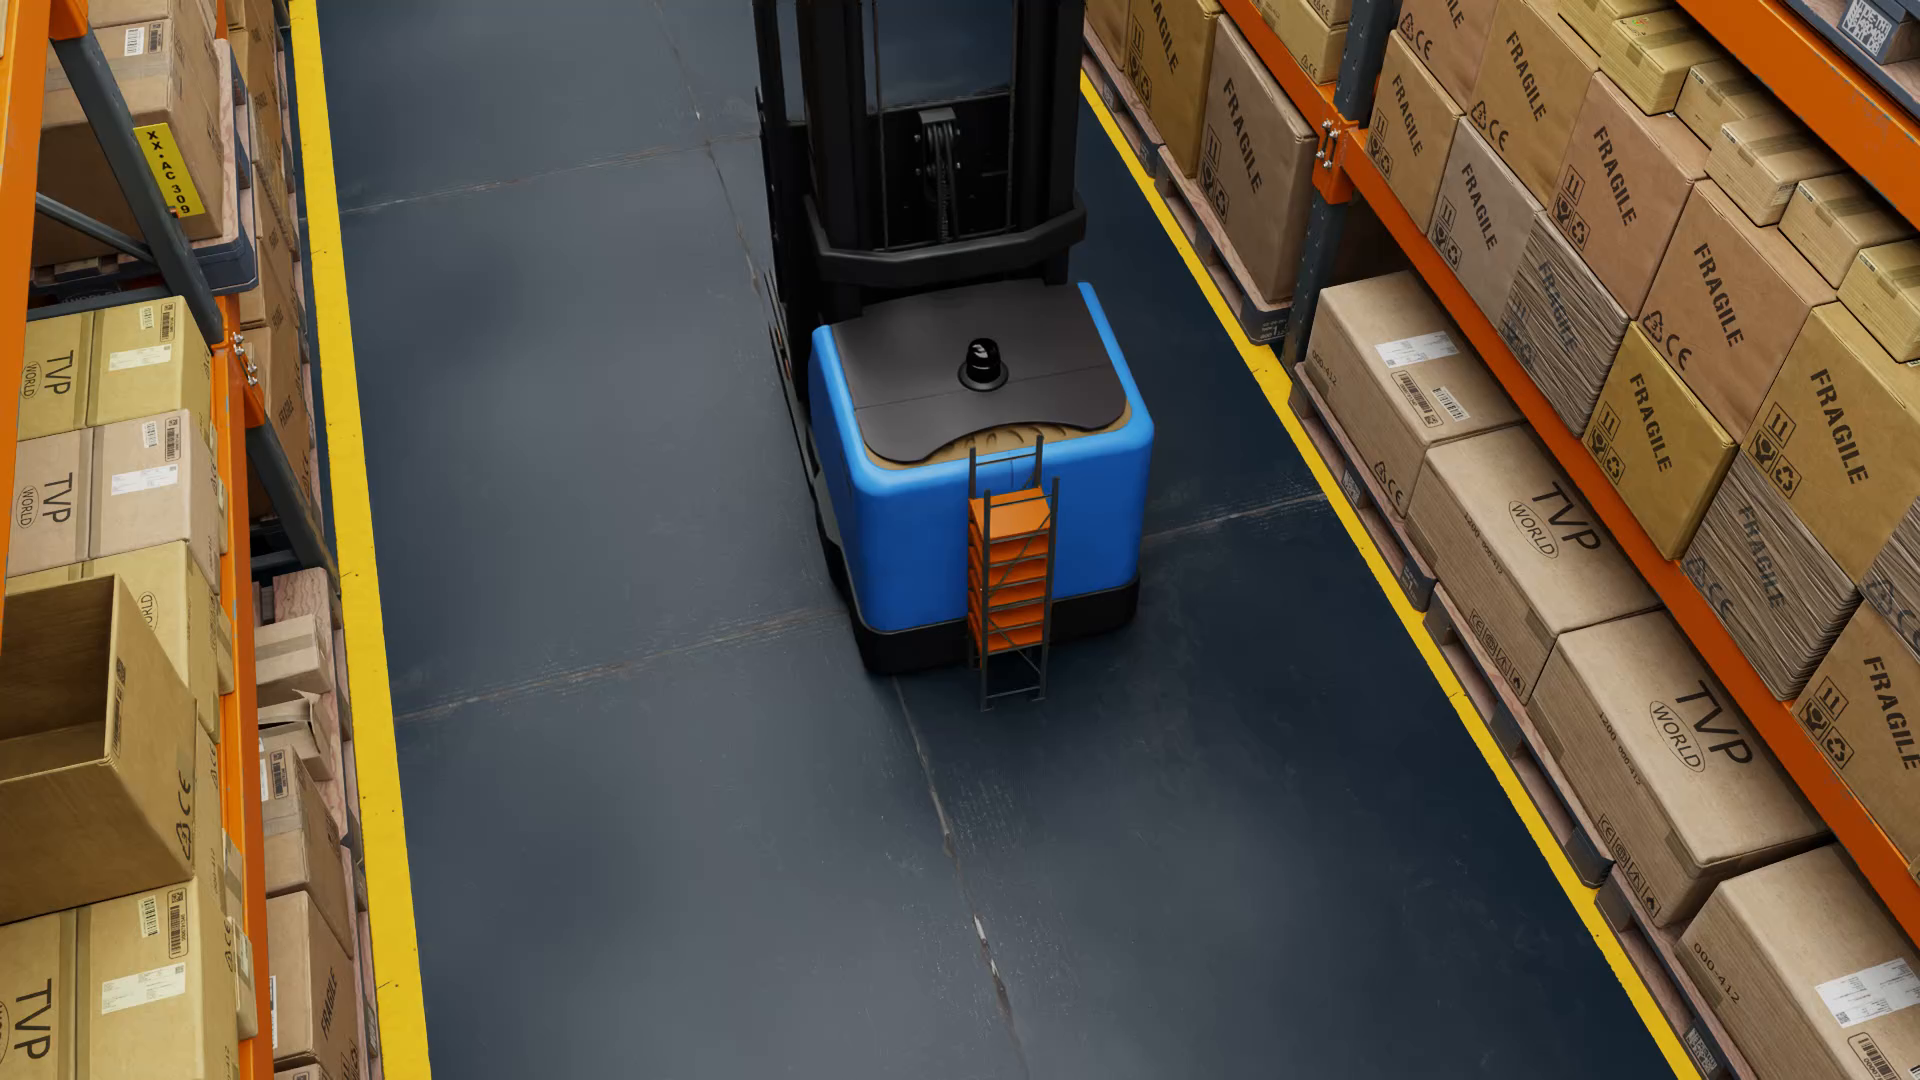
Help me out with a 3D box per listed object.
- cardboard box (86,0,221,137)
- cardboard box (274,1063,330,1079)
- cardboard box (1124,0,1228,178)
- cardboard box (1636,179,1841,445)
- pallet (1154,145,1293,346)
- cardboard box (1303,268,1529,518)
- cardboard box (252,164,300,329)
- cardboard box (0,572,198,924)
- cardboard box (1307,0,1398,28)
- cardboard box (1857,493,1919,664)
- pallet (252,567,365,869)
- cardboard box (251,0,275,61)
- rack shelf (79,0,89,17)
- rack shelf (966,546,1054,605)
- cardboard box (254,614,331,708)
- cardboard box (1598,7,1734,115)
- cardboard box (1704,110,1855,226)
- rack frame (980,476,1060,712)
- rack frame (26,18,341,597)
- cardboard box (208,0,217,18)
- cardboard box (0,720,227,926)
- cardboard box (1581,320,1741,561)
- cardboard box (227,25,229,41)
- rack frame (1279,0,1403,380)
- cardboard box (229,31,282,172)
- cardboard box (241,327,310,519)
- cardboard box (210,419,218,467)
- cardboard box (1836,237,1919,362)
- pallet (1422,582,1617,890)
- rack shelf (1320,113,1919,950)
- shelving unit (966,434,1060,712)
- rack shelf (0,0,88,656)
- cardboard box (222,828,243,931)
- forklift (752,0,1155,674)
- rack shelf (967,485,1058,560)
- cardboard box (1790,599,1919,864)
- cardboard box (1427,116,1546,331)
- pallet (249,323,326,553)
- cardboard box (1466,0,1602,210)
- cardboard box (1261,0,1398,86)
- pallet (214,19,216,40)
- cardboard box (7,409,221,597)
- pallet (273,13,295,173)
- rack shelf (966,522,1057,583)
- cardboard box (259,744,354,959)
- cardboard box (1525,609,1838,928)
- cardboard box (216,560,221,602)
[{"bbox_3d":[-2.945,-1.634,5.615,0.700,0.500,0.500,-13,51,-11],"label":"cardboard box"},{"bbox_3d":[-1.985,1.806,4.415,0.700,0.500,0.500,-11,51,-9],"label":"cardboard box"},{"bbox_3d":[1.344,-2.353,7.676,0.875,0.875,0.875,-12,51,-10],"label":"cardboard box"},{"bbox_3d":[2.218,-0.645,4.403,0.500,0.500,0.500,-14,51,-11],"label":"cardboard box"},{"bbox_3d":[1.578,-1.457,7.630,1.003,0.211,1.213,-13,51,-11],"label":"pallet"},{"bbox_3d":[1.961,-0.636,6.515,0.875,0.438,0.875,-14,51,-12],"label":"cardboard box"},{"bbox_3d":[-3.101,-1.170,6.925,0.500,0.500,0.500,-15,51,-12],"label":"cardboard box"},{"bbox_3d":[-2.000,0.460,3.603,0.500,0.500,0.500,-12,51,-10],"label":"cardboard box"},{"bbox_3d":[1.516,-2.189,6.194,0.500,0.250,0.500,-13,51,-11],"label":"cardboard box"},{"bbox_3d":[2.509,0.084,3.787,0.500,0.500,0.500,-13,51,-11],"label":"cardboard box"},{"bbox_3d":[-2.660,0.716,5.798,1.003,0.211,1.213,-13,51,-11],"label":"pallet"},{"bbox_3d":[-3.715,-2.675,8.193,0.500,0.500,0.500,-12,51,-10],"label":"cardboard box"},{"bbox_3d":[-3.454,-2.880,5.514,1.077,0.370,4.000,-13,51,-11],"label":"rack shelf"},{"bbox_3d":[0.168,0.096,5.575,0.258,0.103,0.180,-11,51,-9],"label":"rack shelf"},{"bbox_3d":[-2.417,0.440,5.797,0.380,0.149,0.250,-15,51,-12],"label":"cardboard box"},{"bbox_3d":[1.996,-1.327,4.553,0.380,0.149,0.250,-15,51,-12],"label":"cardboard box"},{"bbox_3d":[2.156,-0.967,4.249,0.380,0.149,0.250,-13,51,-11],"label":"cardboard box"},{"bbox_3d":[0.190,0.213,5.576,0.240,1.200,0.006,-11,51,-9],"label":"rack frame"},{"bbox_3d":[-2.862,-0.684,5.155,1.000,3.000,0.127,-13,51,-11],"label":"rack frame"},{"bbox_3d":[-3.177,-2.207,6.098,0.700,0.500,0.500,-14,51,-11],"label":"cardboard box"},{"bbox_3d":[-2.030,0.691,3.899,0.500,0.250,0.500,-15,51,-12],"label":"cardboard box"},{"bbox_3d":[2.205,-0.330,4.791,0.500,0.500,0.500,-12,51,-10],"label":"cardboard box"},{"bbox_3d":[-3.477,-2.243,7.405,0.380,0.149,0.250,-12,51,-10],"label":"cardboard box"},{"bbox_3d":[1.878,-1.809,6.103,1.000,3.000,0.127,-13,51,-11],"label":"rack frame"},{"bbox_3d":[-3.420,-1.926,7.561,0.500,0.500,0.500,-11,51,-9],"label":"cardboard box"},{"bbox_3d":[-2.790,-0.418,6.291,0.500,0.500,0.500,-11,51,-9],"label":"cardboard box"},{"bbox_3d":[-2.429,-0.242,4.946,0.380,0.149,0.250,-12,51,-10],"label":"cardboard box"},{"bbox_3d":[2.334,-0.588,3.930,0.380,0.149,0.250,-12,51,-10],"label":"cardboard box"},{"bbox_3d":[2.393,0.555,5.934,1.003,0.211,1.213,-13,51,-11],"label":"pallet"},{"bbox_3d":[2.470,-0.117,5.147,1.077,0.370,4.000,-13,51,-11],"label":"rack shelf"},{"bbox_3d":[0.168,0.145,5.633,0.258,1.200,0.189,-11,51,-9],"label":"shelving unit"},{"bbox_3d":[-2.271,0.041,3.051,1.077,0.370,4.000,-13,51,-11],"label":"rack shelf"},{"bbox_3d":[-1.945,0.876,4.003,0.380,0.149,0.250,-12,51,-10],"label":"cardboard box"},{"bbox_3d":[-0.191,-1.615,5.984,1.130,2.935,3.031,-11,51,-9],"label":"forklift"},{"bbox_3d":[0.168,-0.059,5.392,0.258,0.103,0.180,-11,51,-9],"label":"rack shelf"},{"bbox_3d":[2.532,0.417,4.160,0.500,0.500,0.500,-14,51,-12],"label":"cardboard box"},{"bbox_3d":[1.912,-1.071,5.415,0.500,0.500,0.500,-13,51,-11],"label":"cardboard box"},{"bbox_3d":[-3.139,-0.371,6.715,1.003,0.211,1.213,-13,51,-11],"label":"pallet"},{"bbox_3d":[1.931,-1.391,5.031,0.500,0.500,0.500,-14,51,-11],"label":"cardboard box"},{"bbox_3d":[1.505,-2.032,6.389,0.500,0.250,0.500,-14,51,-12],"label":"cardboard box"},{"bbox_3d":[-3.466,-2.125,6.494,1.003,0.211,1.213,-13,51,-11],"label":"pallet"},{"bbox_3d":[-2.316,-0.053,4.526,0.500,0.250,0.500,-13,51,-11],"label":"cardboard box"},{"bbox_3d":[-3.861,-2.153,8.217,1.003,0.211,1.213,-13,51,-11],"label":"pallet"},{"bbox_3d":[0.168,0.019,5.483,0.258,0.103,0.180,-11,51,-9],"label":"rack shelf"},{"bbox_3d":[-2.292,1.048,5.055,0.700,0.500,0.500,-15,52,-12],"label":"cardboard box"},{"bbox_3d":[2.492,0.677,5.408,0.875,0.438,0.875,-12,51,-10],"label":"cardboard box"},{"bbox_3d":[-2.277,0.140,4.624,0.380,0.149,0.250,-12,51,-10],"label":"cardboard box"}]
